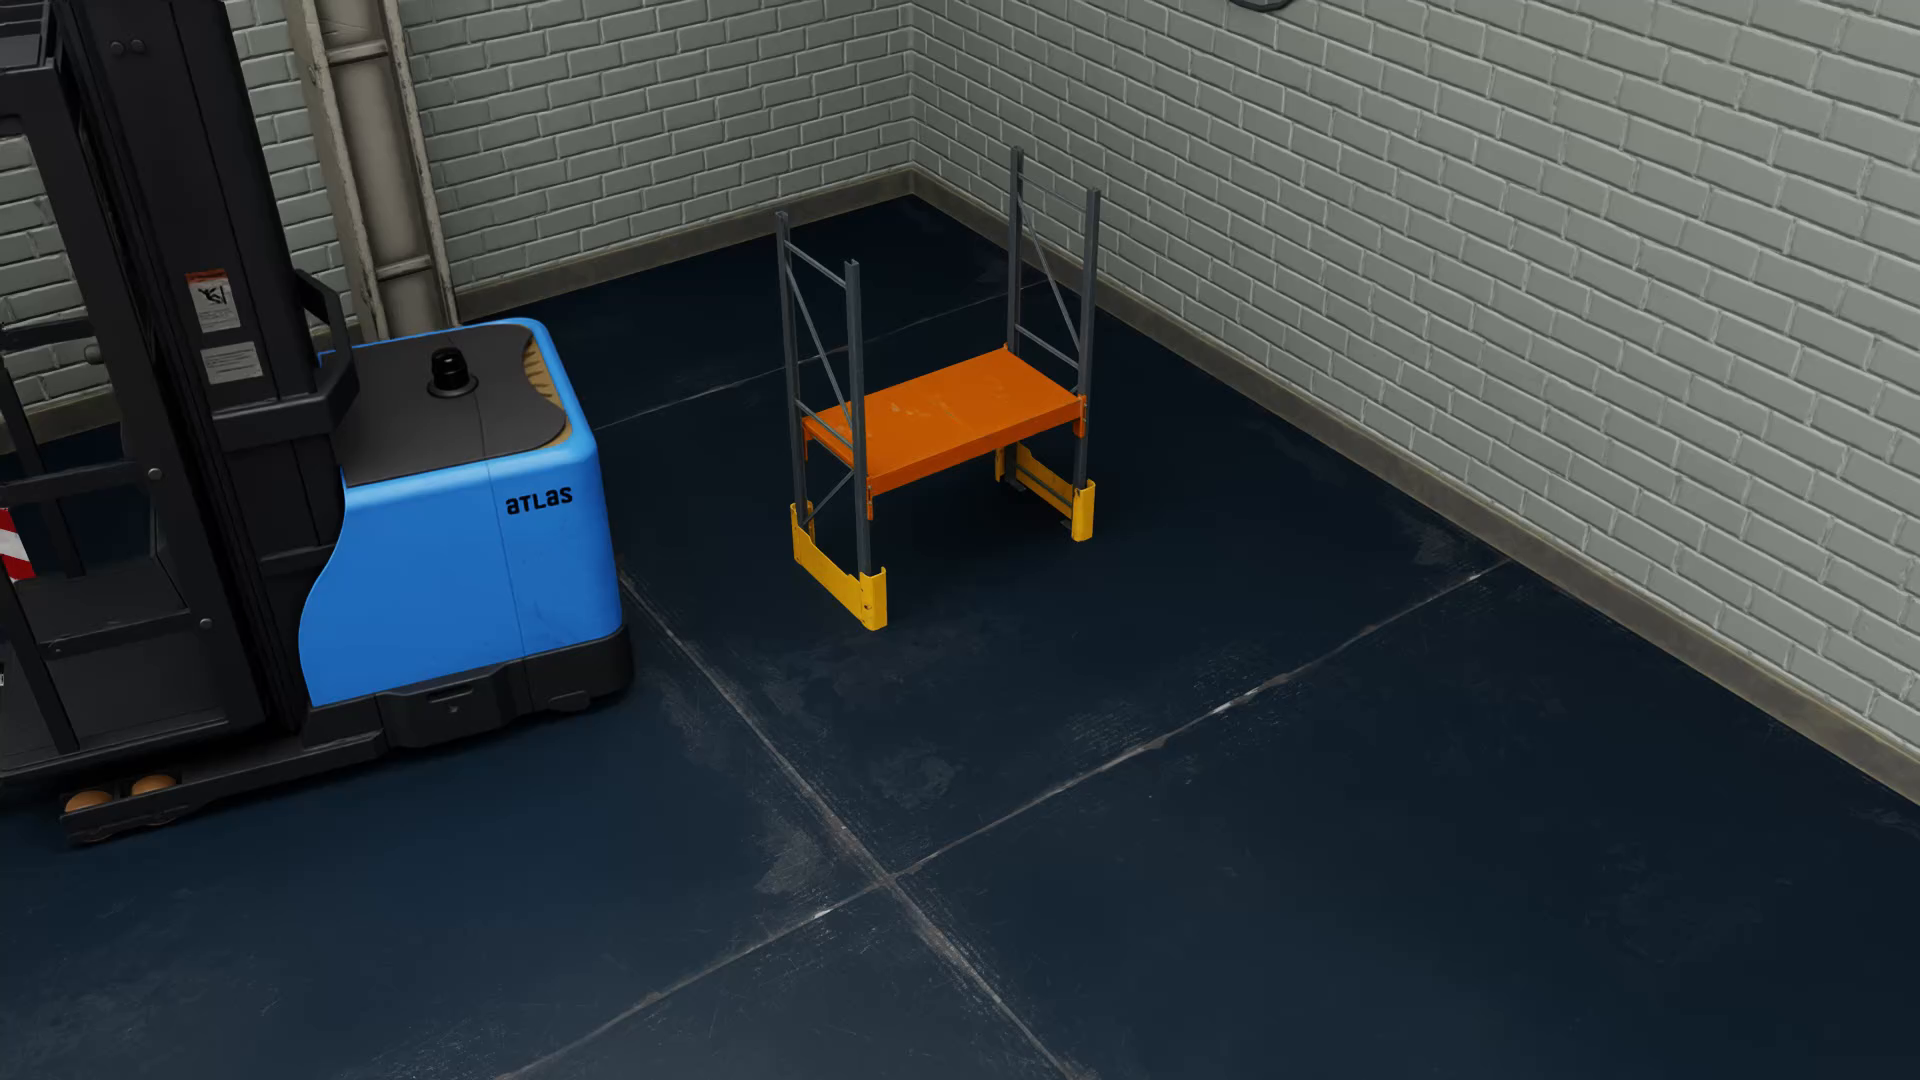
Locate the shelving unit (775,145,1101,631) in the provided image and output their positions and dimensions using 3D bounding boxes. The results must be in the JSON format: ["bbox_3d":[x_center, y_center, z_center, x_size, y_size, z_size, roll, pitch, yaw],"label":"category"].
[{"bbox_3d":[-0.062,-0.583,6.276,1.083,1.500,0.587,-22,41,-28],"label":"shelving unit"}]

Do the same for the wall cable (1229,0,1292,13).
[{"bbox_3d":[0.487,-3.730,6.888,0.112,2.526,3.097,-22,41,-28],"label":"wall cable"}]

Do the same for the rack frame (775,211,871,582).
[{"bbox_3d":[-0.485,-0.409,6.034,0.032,1.500,0.500,-22,41,-28],"label":"rack frame"}]

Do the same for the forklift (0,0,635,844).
[{"bbox_3d":[-2.734,-0.563,5.023,3.031,2.935,1.130,-13,38,-18],"label":"forklift"}]

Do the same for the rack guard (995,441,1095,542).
[{"bbox_3d":[0.345,-0.243,6.874,0.087,0.250,0.587,-22,41,-28],"label":"rack guard"}]

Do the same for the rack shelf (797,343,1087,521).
[{"bbox_3d":[-0.070,-0.434,6.377,1.000,0.185,0.538,-22,41,-28],"label":"rack shelf"}]

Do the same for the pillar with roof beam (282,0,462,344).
[{"bbox_3d":[-0.153,-2.525,2.553,0.400,9.000,9.100,-22,41,-28],"label":"pillar with roof beam"}]

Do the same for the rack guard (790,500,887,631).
[{"bbox_3d":[-0.469,0.092,6.408,0.087,0.250,0.587,-22,41,-28],"label":"rack guard"}]

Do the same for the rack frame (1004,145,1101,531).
[{"bbox_3d":[0.346,-0.751,6.510,0.032,1.500,0.500,-22,41,-28],"label":"rack frame"}]
